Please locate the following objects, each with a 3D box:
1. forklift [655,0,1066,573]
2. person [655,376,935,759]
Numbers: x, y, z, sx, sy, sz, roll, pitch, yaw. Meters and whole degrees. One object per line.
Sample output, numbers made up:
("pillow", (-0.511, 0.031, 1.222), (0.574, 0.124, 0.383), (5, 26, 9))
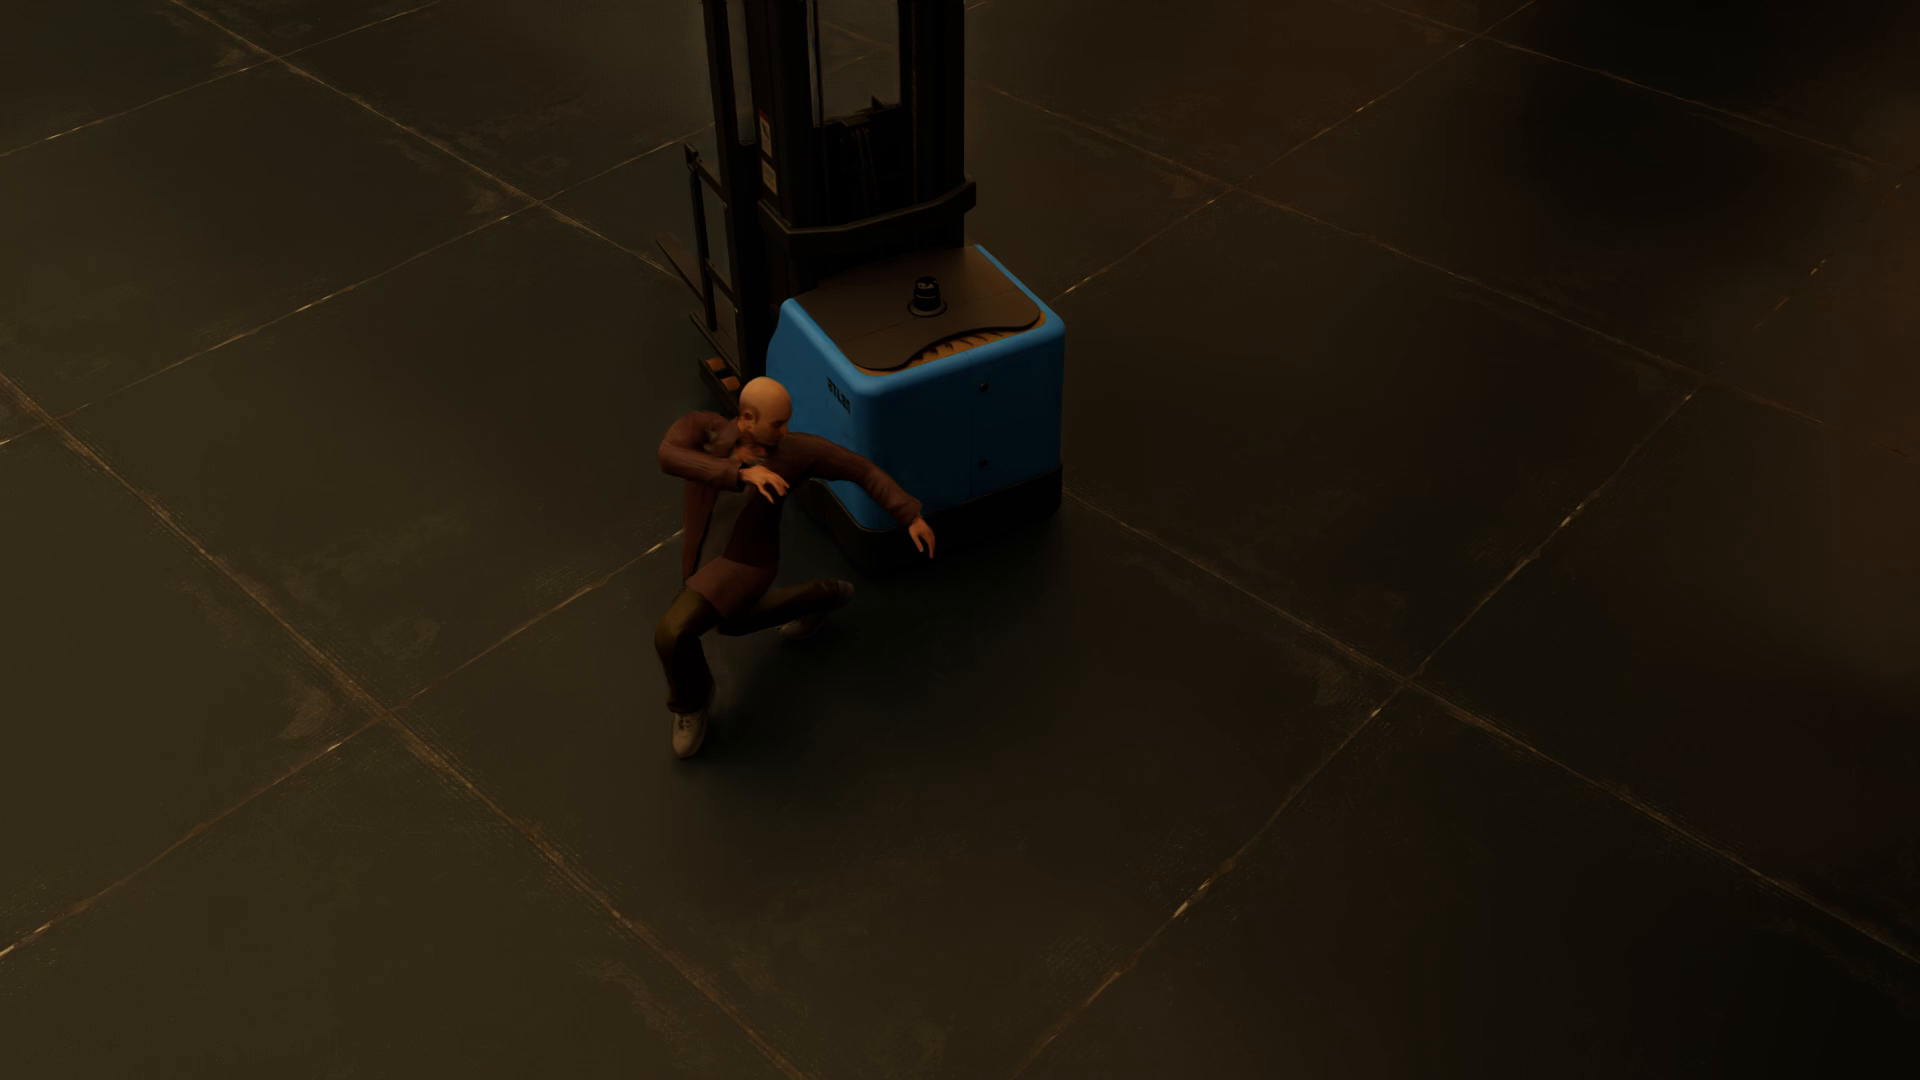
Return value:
("forklift", (-0.685, -1.911, 7.655), (1.130, 2.935, 3.031), (-20, 45, -22))
("person", (-0.698, 0.092, 6.449), (0.958, 1.480, 1.049), (22, 45, 23))
